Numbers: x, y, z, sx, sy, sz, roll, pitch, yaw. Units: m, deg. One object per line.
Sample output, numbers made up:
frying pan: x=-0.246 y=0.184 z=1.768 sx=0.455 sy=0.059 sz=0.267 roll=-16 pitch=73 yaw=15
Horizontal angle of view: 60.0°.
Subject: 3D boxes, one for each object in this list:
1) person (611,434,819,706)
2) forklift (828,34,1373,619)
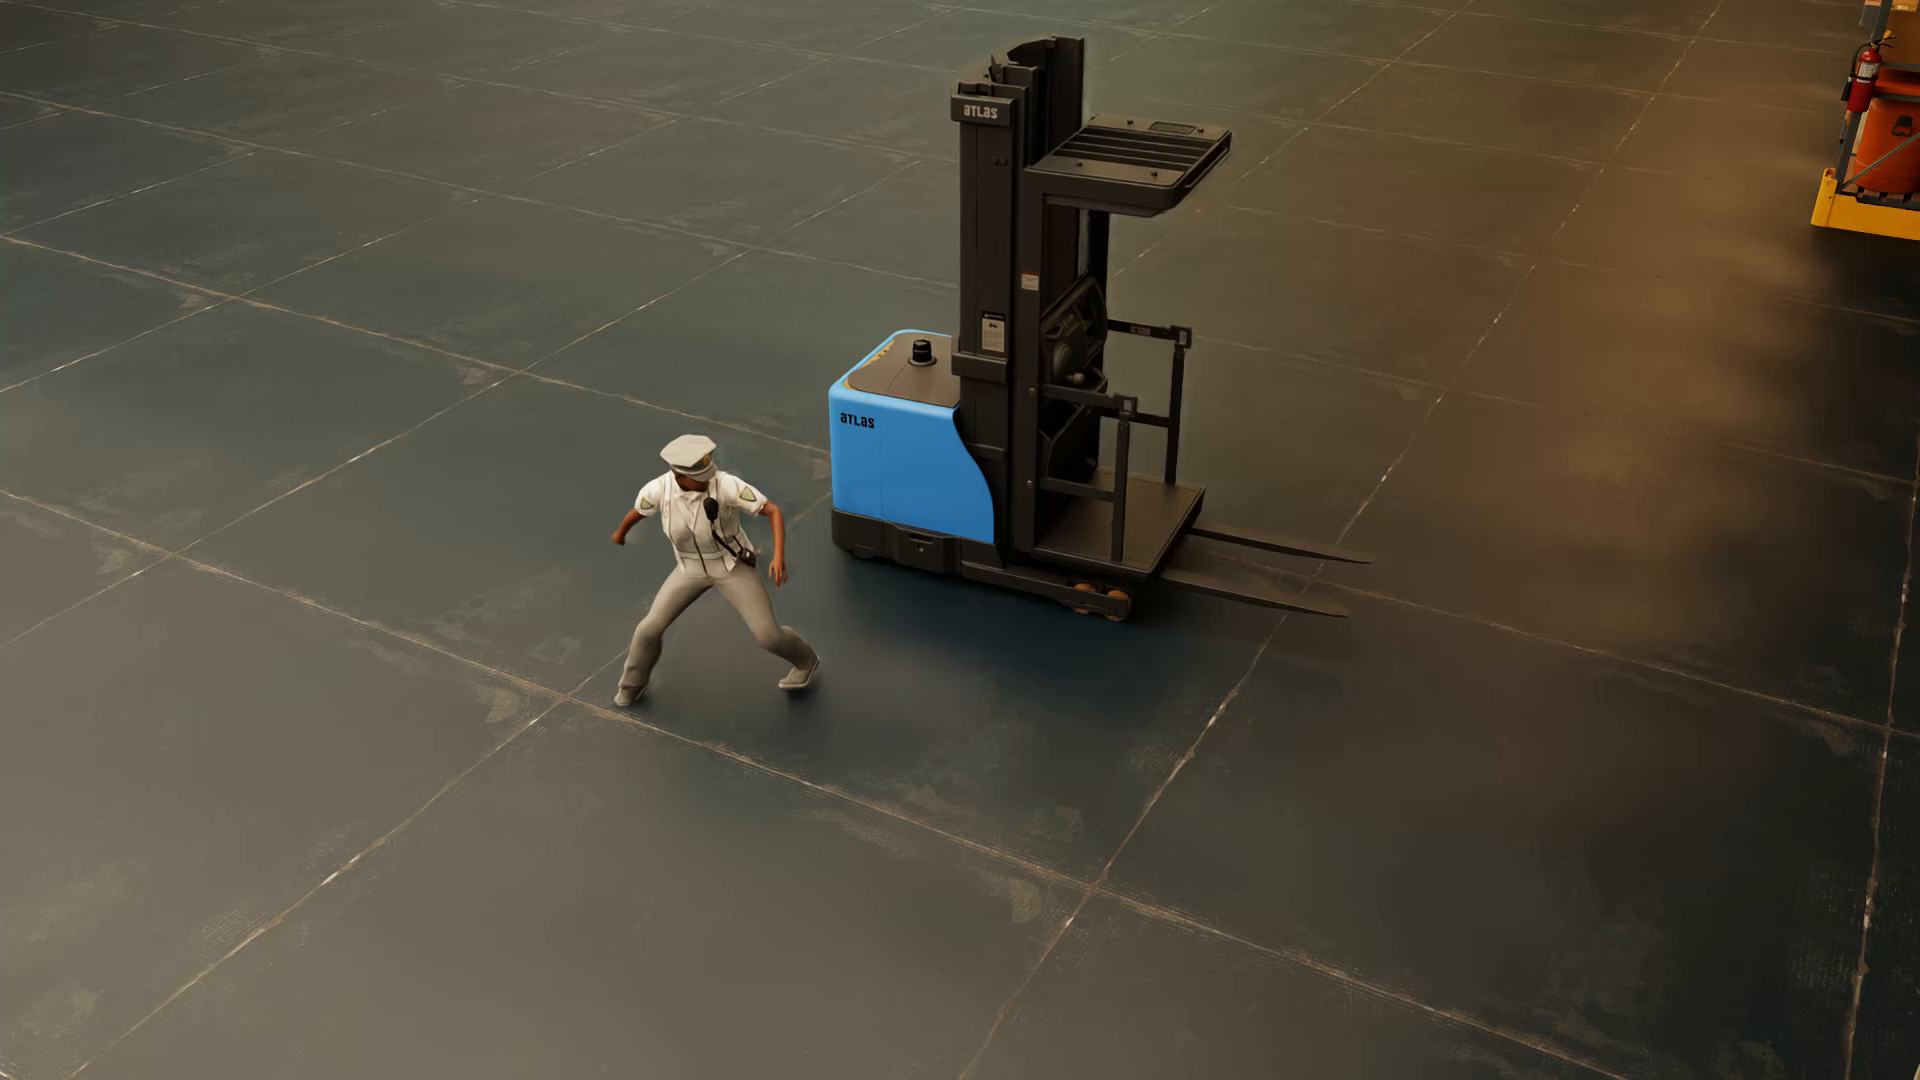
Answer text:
person: x=-1.301 y=0.184 z=8.281 sx=1.062 sy=1.605 sz=0.530 roll=6 pitch=31 yaw=11
forklift: x=0.807 y=-1.123 z=9.016 sx=3.031 sy=2.935 sz=1.130 roll=12 pitch=32 yaw=20
